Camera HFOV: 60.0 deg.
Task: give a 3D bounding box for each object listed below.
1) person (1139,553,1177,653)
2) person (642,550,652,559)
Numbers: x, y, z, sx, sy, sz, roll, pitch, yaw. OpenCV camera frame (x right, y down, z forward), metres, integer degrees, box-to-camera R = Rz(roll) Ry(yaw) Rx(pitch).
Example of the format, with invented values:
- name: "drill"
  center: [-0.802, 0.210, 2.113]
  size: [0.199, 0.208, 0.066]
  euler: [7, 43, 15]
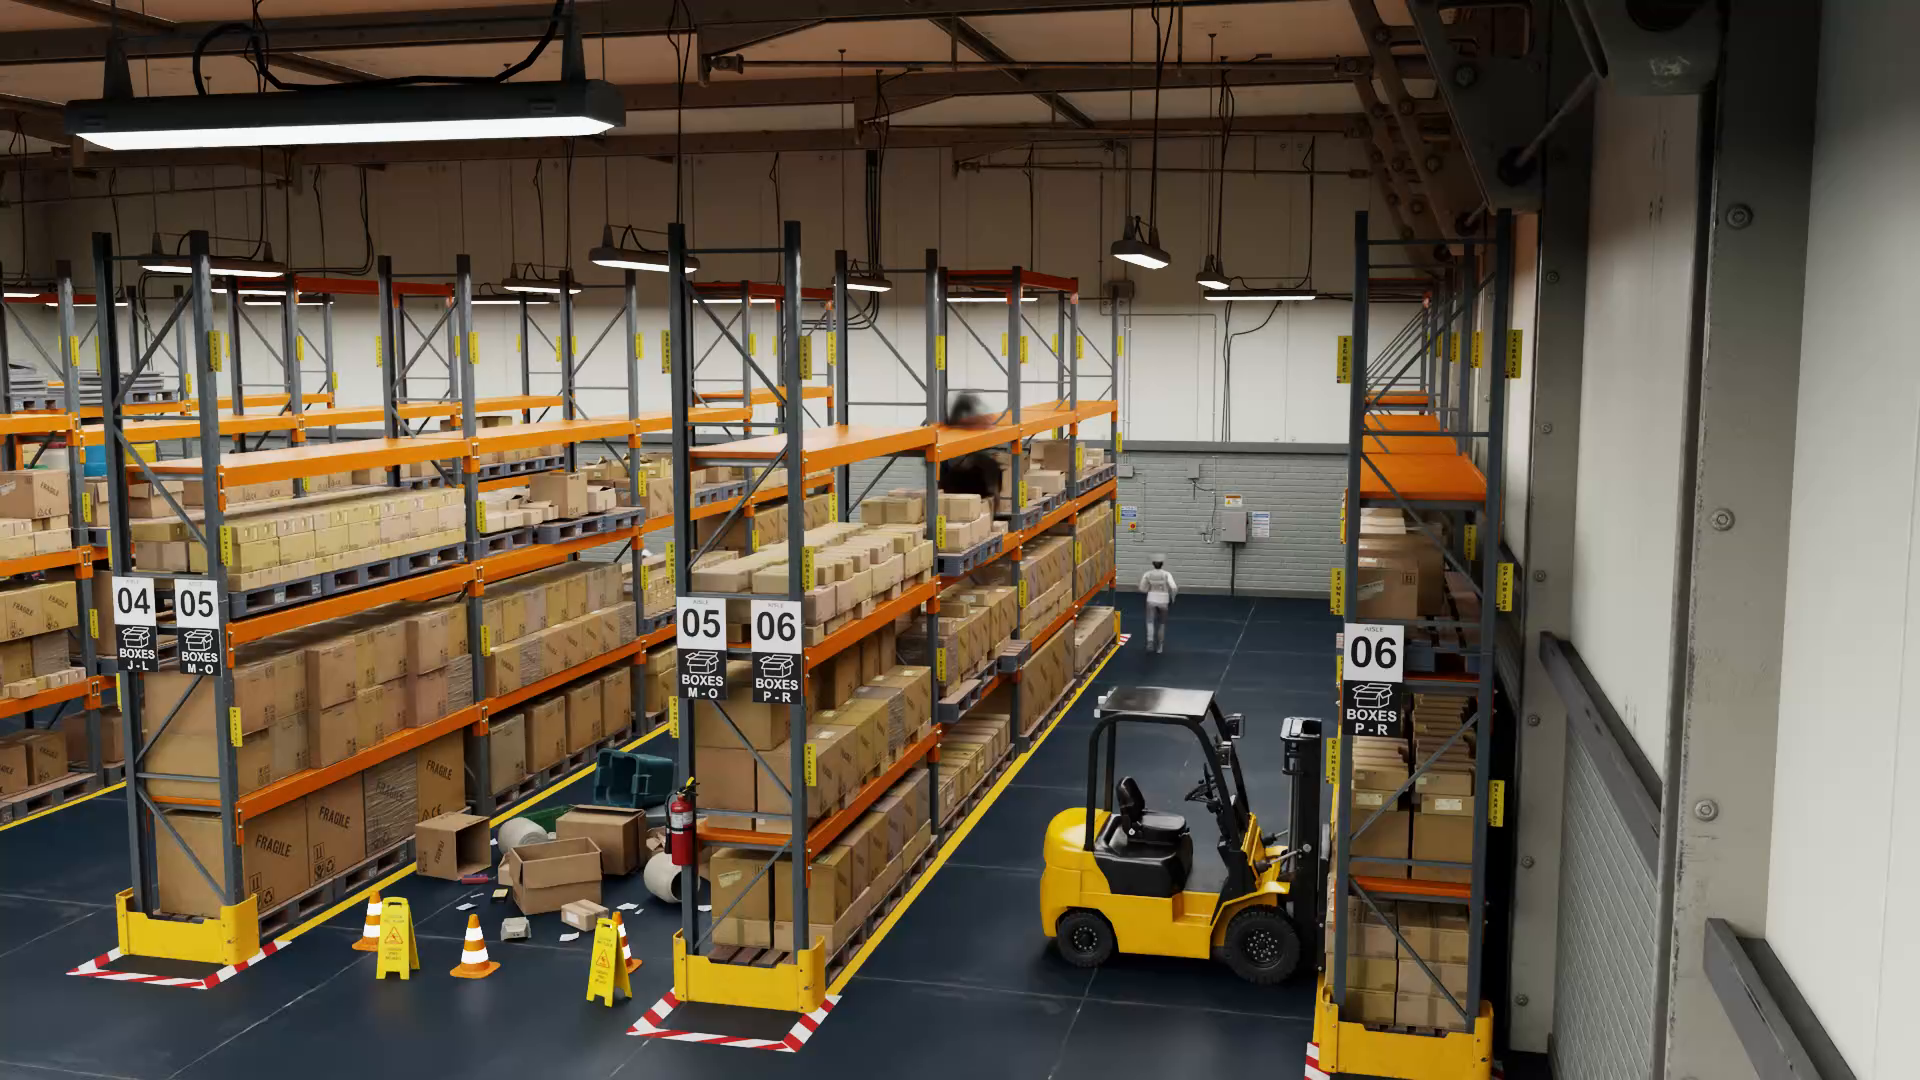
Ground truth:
- name: "person"
  center: [3.212, 1.041, 27.007]
  size: [0.640, 1.667, 0.832]
  euler: [2, 7, 12]
- name: "person"
  center: [-5.120, 1.023, 27.028]
  size: [0.662, 1.728, 0.576]
  euler: [1, 7, 7]
